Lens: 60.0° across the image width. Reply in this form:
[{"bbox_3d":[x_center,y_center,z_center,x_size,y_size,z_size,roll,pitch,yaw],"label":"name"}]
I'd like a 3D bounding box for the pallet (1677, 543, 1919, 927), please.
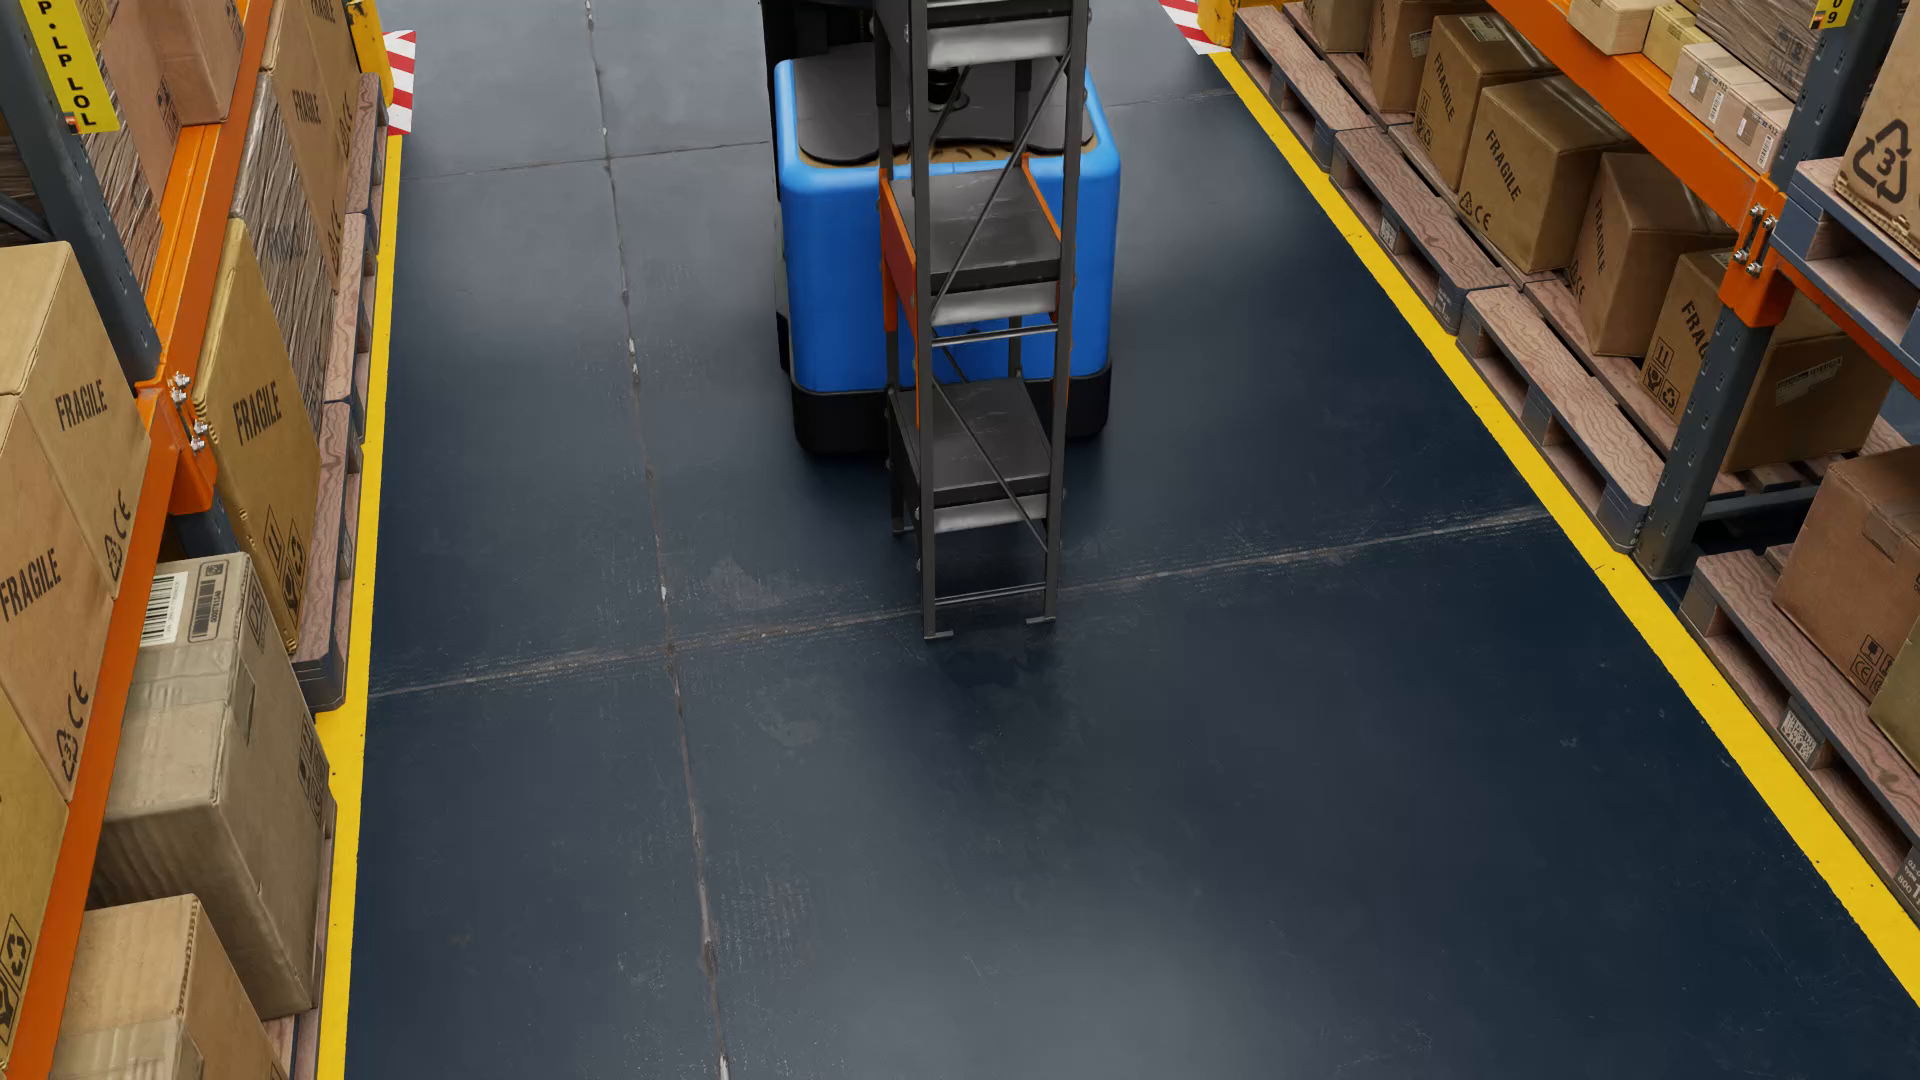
[{"bbox_3d":[2.764,0.447,4.588,1.003,0.211,1.213,-8,42,-9],"label":"pallet"}]

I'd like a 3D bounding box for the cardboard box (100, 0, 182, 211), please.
[{"bbox_3d":[-2.503,-1.102,4.119,0.875,0.550,0.550,-8,42,-9],"label":"cardboard box"}]

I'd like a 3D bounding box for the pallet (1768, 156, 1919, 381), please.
[{"bbox_3d":[2.617,-0.513,3.713,1.003,0.211,1.213,-8,42,-9],"label":"pallet"}]

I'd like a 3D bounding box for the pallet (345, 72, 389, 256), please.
[{"bbox_3d":[-2.885,-1.498,6.779,1.003,0.211,1.213,-8,42,-9],"label":"pallet"}]

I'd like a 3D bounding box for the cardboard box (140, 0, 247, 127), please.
[{"bbox_3d":[-2.504,-1.469,4.533,0.875,0.550,0.550,-8,42,-9],"label":"cardboard box"}]

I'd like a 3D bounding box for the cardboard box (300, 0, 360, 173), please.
[{"bbox_3d":[-2.923,-1.981,6.506,0.875,0.875,0.875,-8,42,-9],"label":"cardboard box"}]

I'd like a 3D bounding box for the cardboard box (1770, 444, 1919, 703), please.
[{"bbox_3d":[2.706,0.071,4.462,0.700,0.500,0.500,-11,43,-13],"label":"cardboard box"}]

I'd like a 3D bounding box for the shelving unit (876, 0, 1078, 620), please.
[{"bbox_3d":[-5.628,-0.965,2.385,12.070,5.092,0.667,-8,42,-9],"label":"shelving unit"}]

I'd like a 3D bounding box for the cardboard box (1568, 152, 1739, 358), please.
[{"bbox_3d":[2.224,-2.451,6.008,1.144,2.239,2.984,4,42,4],"label":"cardboard box"}]

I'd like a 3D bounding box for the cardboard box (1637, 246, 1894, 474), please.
[{"bbox_3d":[2.547,-0.588,5.220,0.500,0.500,0.500,-10,42,-11],"label":"cardboard box"}]

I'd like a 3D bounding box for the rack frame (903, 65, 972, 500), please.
[{"bbox_3d":[-0.018,-0.836,4.610,0.380,1.831,0.006,-8,42,-9],"label":"rack frame"}]

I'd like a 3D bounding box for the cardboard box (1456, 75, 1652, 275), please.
[{"bbox_3d":[2.205,-1.349,6.077,0.500,0.500,0.500,-12,43,-13],"label":"cardboard box"}]

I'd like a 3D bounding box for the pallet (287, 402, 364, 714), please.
[{"bbox_3d":[-2.358,0.083,4.997,1.003,0.211,1.213,-8,42,-9],"label":"pallet"}]

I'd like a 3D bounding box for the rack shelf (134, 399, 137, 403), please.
[{"bbox_3d":[-1.839,1.037,2.217,0.919,0.124,3.809,-8,42,-9],"label":"rack shelf"}]

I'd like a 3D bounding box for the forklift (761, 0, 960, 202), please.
[{"bbox_3d":[-0.169,-2.356,5.697,1.121,2.935,3.031,-4,42,-5],"label":"forklift"}]

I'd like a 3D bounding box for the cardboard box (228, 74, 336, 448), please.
[{"bbox_3d":[-2.536,-0.820,5.198,0.875,0.875,0.875,-8,42,-9],"label":"cardboard box"}]

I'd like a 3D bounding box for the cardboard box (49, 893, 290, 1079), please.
[{"bbox_3d":[-1.844,1.244,2.967,1.050,0.750,0.750,-8,42,-9],"label":"cardboard box"}]

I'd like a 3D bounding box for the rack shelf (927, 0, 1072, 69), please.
[{"bbox_3d":[0.036,-1.294,3.886,0.368,0.174,0.457,-8,42,-9],"label":"rack shelf"}]

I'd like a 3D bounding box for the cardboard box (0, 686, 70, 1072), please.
[{"bbox_3d":[-1.679,0.462,2.395,0.500,0.500,0.500,-8,42,-9],"label":"cardboard box"}]

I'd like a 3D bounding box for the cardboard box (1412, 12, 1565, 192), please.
[{"bbox_3d":[2.128,-1.718,6.492,0.500,0.500,0.500,-5,42,-5],"label":"cardboard box"}]

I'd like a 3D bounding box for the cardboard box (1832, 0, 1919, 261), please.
[{"bbox_3d":[2.629,-0.947,3.289,1.000,1.000,1.000,-8,42,-9],"label":"cardboard box"}]

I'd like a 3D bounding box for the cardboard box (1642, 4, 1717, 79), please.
[{"bbox_3d":[2.221,-1.438,4.800,0.380,0.149,0.250,-8,42,-9],"label":"cardboard box"}]

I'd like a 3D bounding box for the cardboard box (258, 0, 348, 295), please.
[{"bbox_3d":[-2.731,-1.411,5.864,0.875,0.875,0.875,-9,42,-10],"label":"cardboard box"}]

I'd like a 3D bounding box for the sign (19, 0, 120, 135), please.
[{"bbox_3d":[-1.743,-0.943,3.240,0.100,0.325,0.005,-8,42,-9],"label":"sign"}]

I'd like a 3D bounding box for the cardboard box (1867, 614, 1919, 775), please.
[{"bbox_3d":[2.790,0.382,4.111,0.700,0.500,0.500,-9,42,-10],"label":"cardboard box"}]

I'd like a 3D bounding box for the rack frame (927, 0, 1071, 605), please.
[{"bbox_3d":[0.087,-0.520,4.254,0.380,1.831,0.006,-8,42,-9],"label":"rack frame"}]

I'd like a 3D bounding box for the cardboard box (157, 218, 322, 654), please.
[{"bbox_3d":[-2.338,-0.236,4.540,0.875,0.875,0.875,-8,42,-9],"label":"cardboard box"}]

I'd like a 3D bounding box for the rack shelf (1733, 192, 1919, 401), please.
[{"bbox_3d":[3.026,0.465,3.009,1.077,0.370,4.000,-8,42,-9],"label":"rack shelf"}]

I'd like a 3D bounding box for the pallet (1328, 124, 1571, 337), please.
[{"bbox_3d":[2.148,-1.281,6.534,1.003,0.211,1.213,-8,42,-9],"label":"pallet"}]

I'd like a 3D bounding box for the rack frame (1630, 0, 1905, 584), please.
[{"bbox_3d":[2.594,-1.101,4.231,1.000,3.000,0.127,-8,42,-9],"label":"rack frame"}]

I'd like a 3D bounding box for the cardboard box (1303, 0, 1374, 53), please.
[{"bbox_3d":[1.849,-2.509,7.383,0.500,0.500,0.500,-1,42,-1],"label":"cardboard box"}]

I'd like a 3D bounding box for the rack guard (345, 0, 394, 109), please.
[{"bbox_3d":[-3.139,-2.129,7.272,1.175,0.500,0.348,-8,42,-9],"label":"rack guard"}]

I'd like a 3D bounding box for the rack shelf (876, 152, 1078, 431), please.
[{"bbox_3d":[0.036,-0.668,4.441,0.431,0.518,0.480,-8,42,-9],"label":"rack shelf"}]

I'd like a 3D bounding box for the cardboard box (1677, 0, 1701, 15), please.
[{"bbox_3d":[2.484,-1.879,4.808,0.875,0.500,0.500,-8,42,-9],"label":"cardboard box"}]

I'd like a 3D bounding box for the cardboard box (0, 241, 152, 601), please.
[{"bbox_3d":[-1.897,-0.193,3.133,0.500,0.500,0.500,-9,42,-10],"label":"cardboard box"}]

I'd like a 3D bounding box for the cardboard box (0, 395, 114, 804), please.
[{"bbox_3d":[-1.788,0.134,2.764,0.500,0.500,0.500,-9,42,-10],"label":"cardboard box"}]

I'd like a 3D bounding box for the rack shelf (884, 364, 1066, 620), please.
[{"bbox_3d":[0.036,-0.144,4.906,0.431,0.518,0.480,-8,42,-9],"label":"rack shelf"}]

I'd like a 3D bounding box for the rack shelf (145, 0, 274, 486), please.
[{"bbox_3d":[-2.702,-1.483,5.203,1.077,0.370,4.000,-8,42,-9],"label":"rack shelf"}]

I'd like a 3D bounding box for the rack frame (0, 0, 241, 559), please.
[{"bbox_3d":[-2.271,-0.456,3.504,1.000,3.000,0.127,-8,42,-9],"label":"rack frame"}]

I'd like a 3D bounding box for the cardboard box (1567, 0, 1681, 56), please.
[{"bbox_3d":[2.058,-1.584,4.964,0.380,0.149,0.250,-8,42,-9],"label":"cardboard box"}]

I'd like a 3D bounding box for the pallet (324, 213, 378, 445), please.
[{"bbox_3d":[-2.625,-0.709,5.890,1.003,0.211,1.213,-8,42,-9],"label":"pallet"}]

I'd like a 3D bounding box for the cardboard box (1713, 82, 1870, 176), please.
[{"bbox_3d":[2.261,-1.104,4.424,0.380,0.149,0.250,-8,42,-9],"label":"cardboard box"}]
